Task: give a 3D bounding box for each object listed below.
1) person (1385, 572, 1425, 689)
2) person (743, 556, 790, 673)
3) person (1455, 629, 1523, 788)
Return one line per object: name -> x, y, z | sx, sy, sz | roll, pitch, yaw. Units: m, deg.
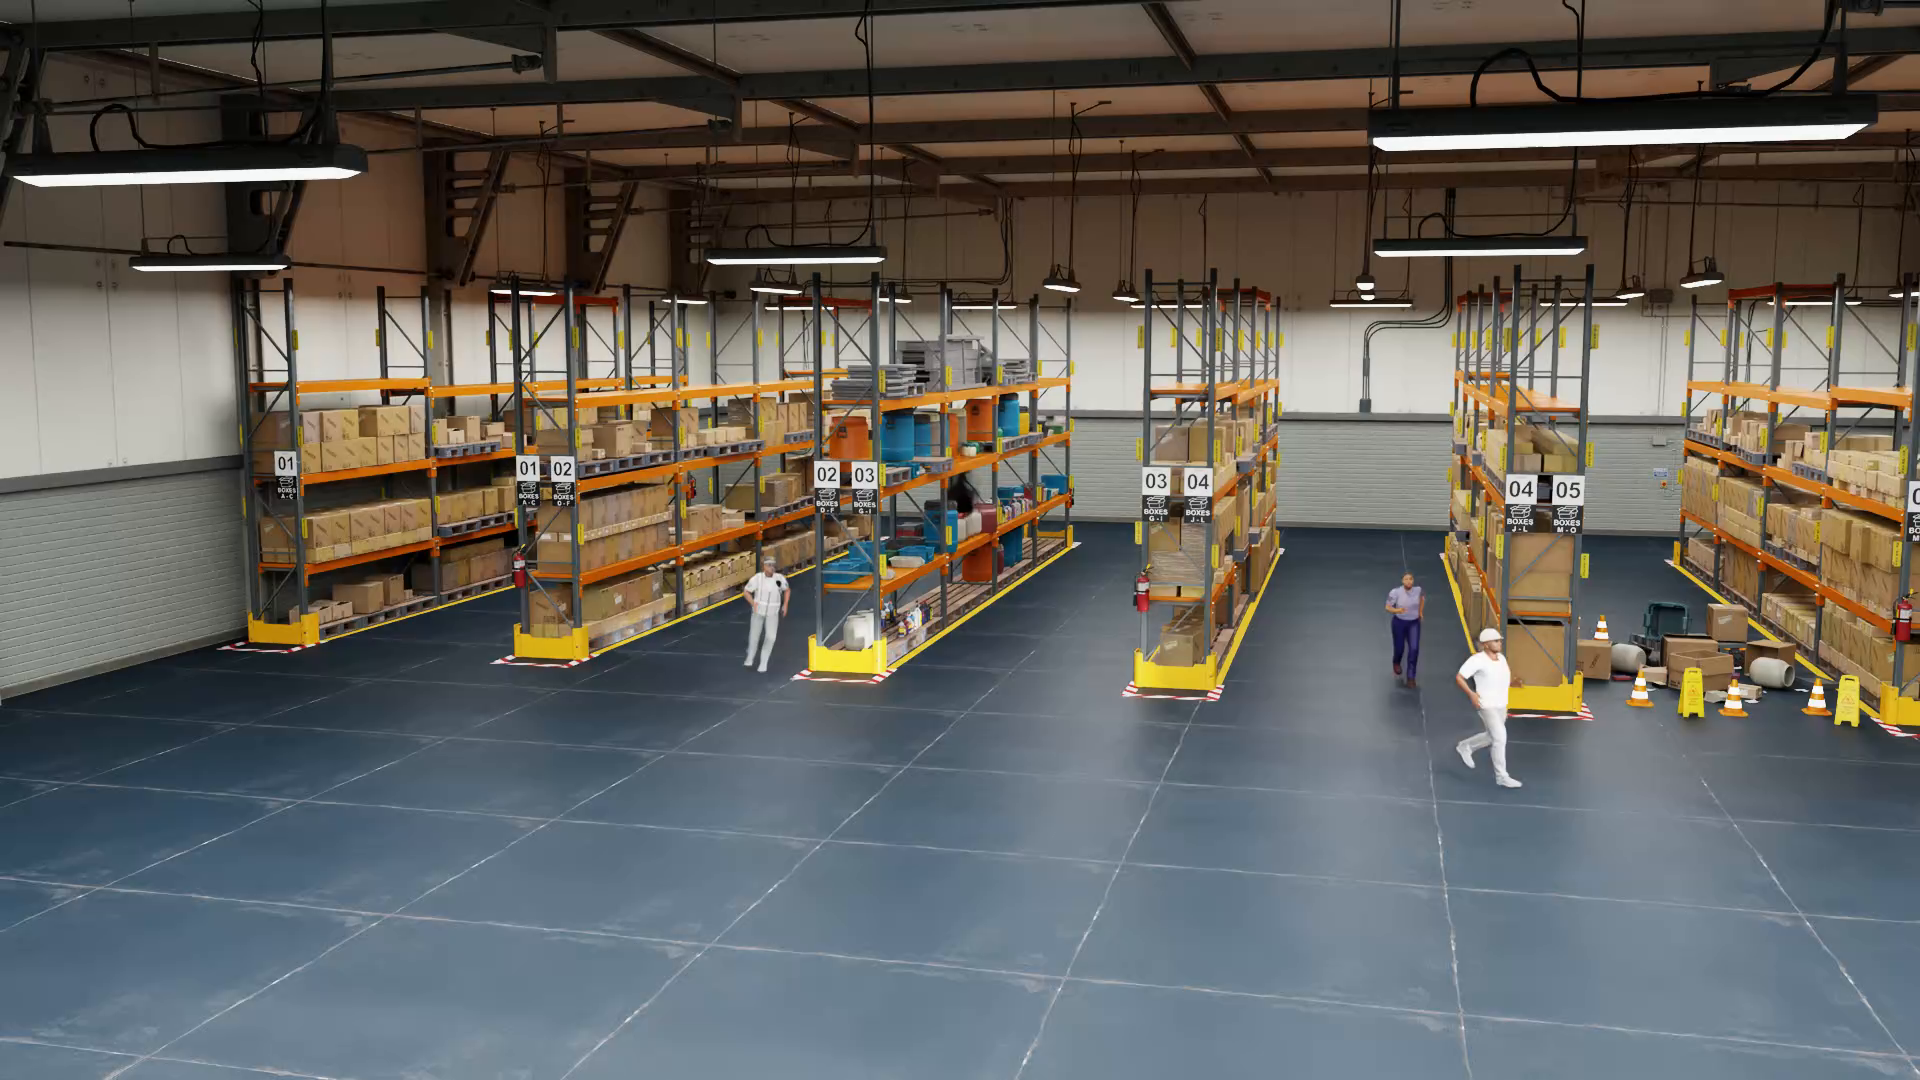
person -> 6.514, 1.298, 24.341 | 0.607, 1.685, 0.910 | 1, 7, 5
person -> -2.940, 1.126, 25.327 | 0.724, 1.797, 0.680 | -1, 7, -9
person -> 6.006, 1.871, 18.857 | 0.712, 1.745, 0.949 | -5, 9, -37
